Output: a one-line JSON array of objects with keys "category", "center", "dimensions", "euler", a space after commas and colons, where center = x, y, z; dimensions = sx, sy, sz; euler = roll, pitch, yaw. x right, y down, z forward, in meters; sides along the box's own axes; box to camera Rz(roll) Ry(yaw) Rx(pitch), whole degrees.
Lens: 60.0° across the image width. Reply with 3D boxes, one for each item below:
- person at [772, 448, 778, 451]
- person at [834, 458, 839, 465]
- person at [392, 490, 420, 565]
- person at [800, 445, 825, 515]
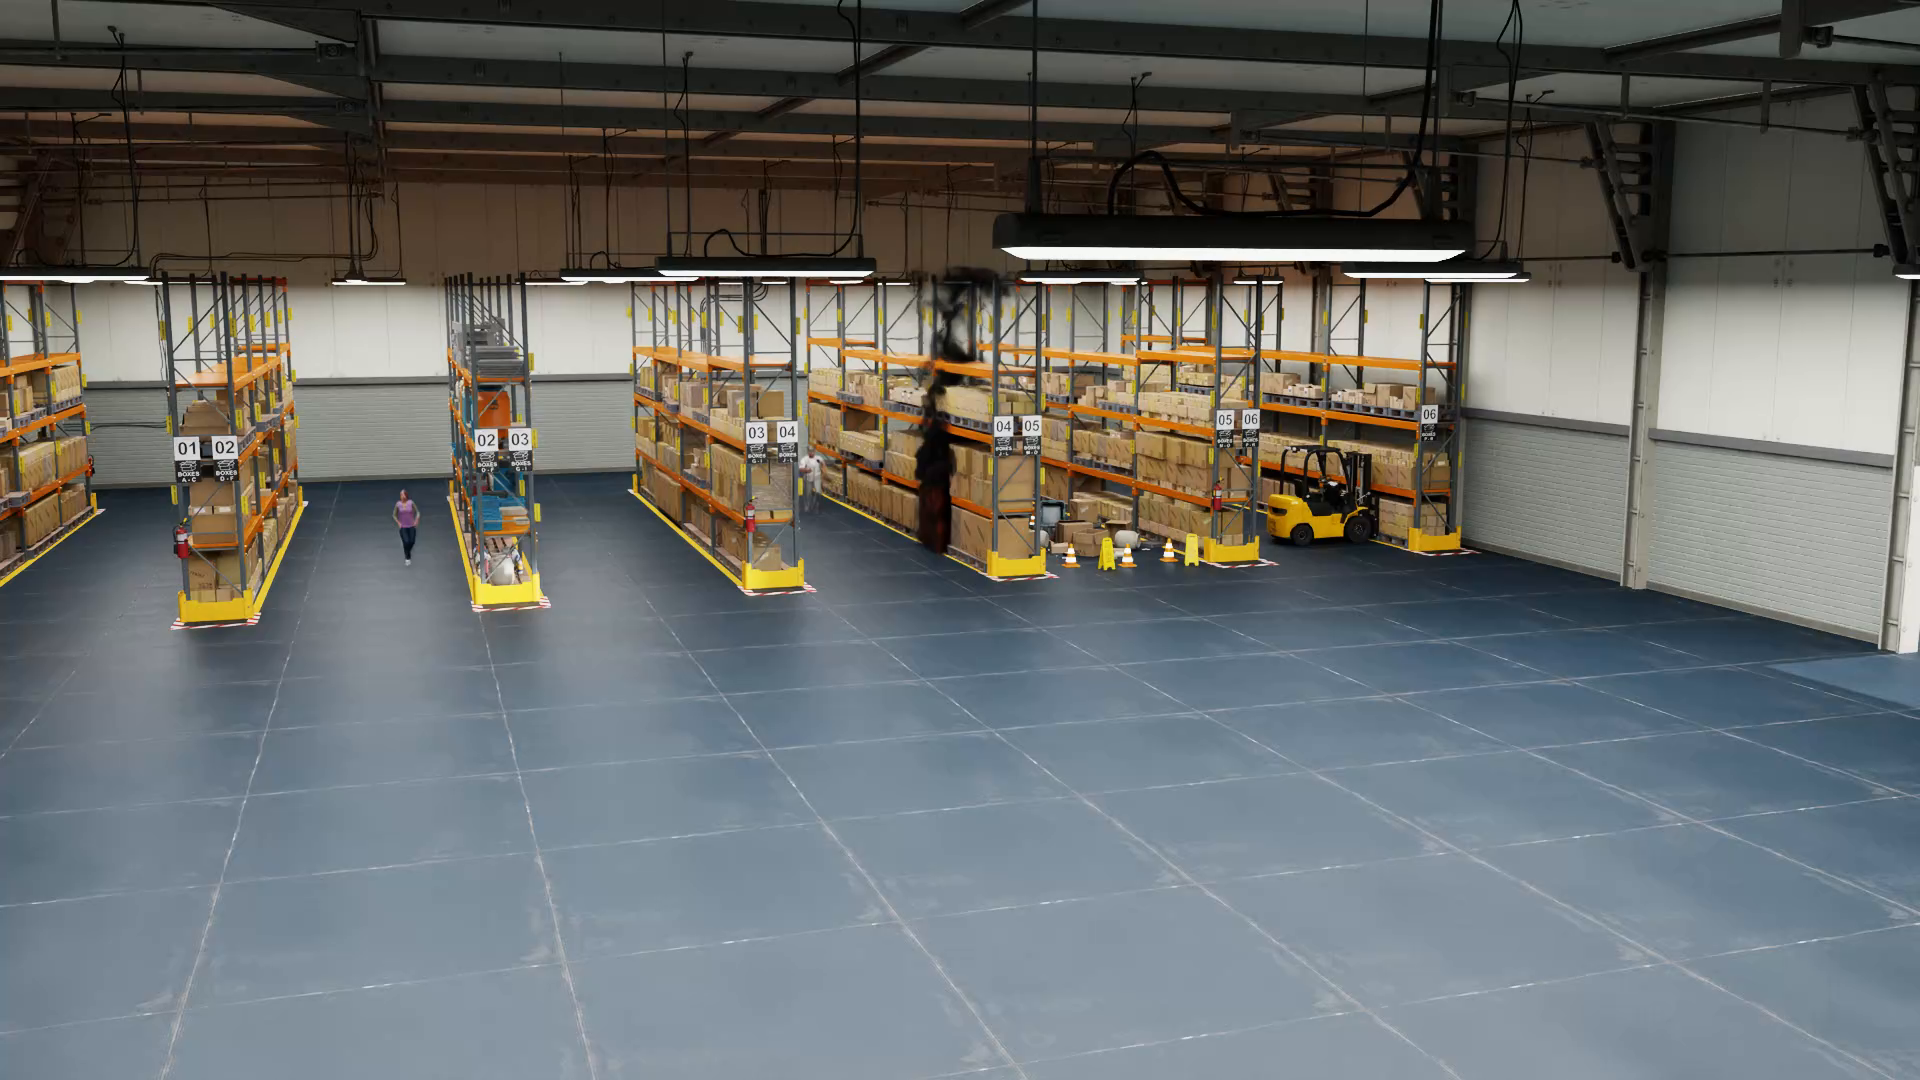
[{"category": "person", "center": [-5.114, -2.129, 46.410], "dimensions": [0.736, 1.737, 0.644], "euler": [-2, 9, -13]}, {"category": "person", "center": [-3.616, -2.626, 49.868], "dimensions": [0.561, 1.673, 0.740], "euler": [5, 10, 28]}, {"category": "person", "center": [-11.555, -0.259, 34.732], "dimensions": [0.545, 1.552, 0.483], "euler": [-3, 9, -18]}, {"category": "person", "center": [-3.744, -1.530, 42.365], "dimensions": [0.676, 1.799, 0.879], "euler": [-2, 9, -11]}]
